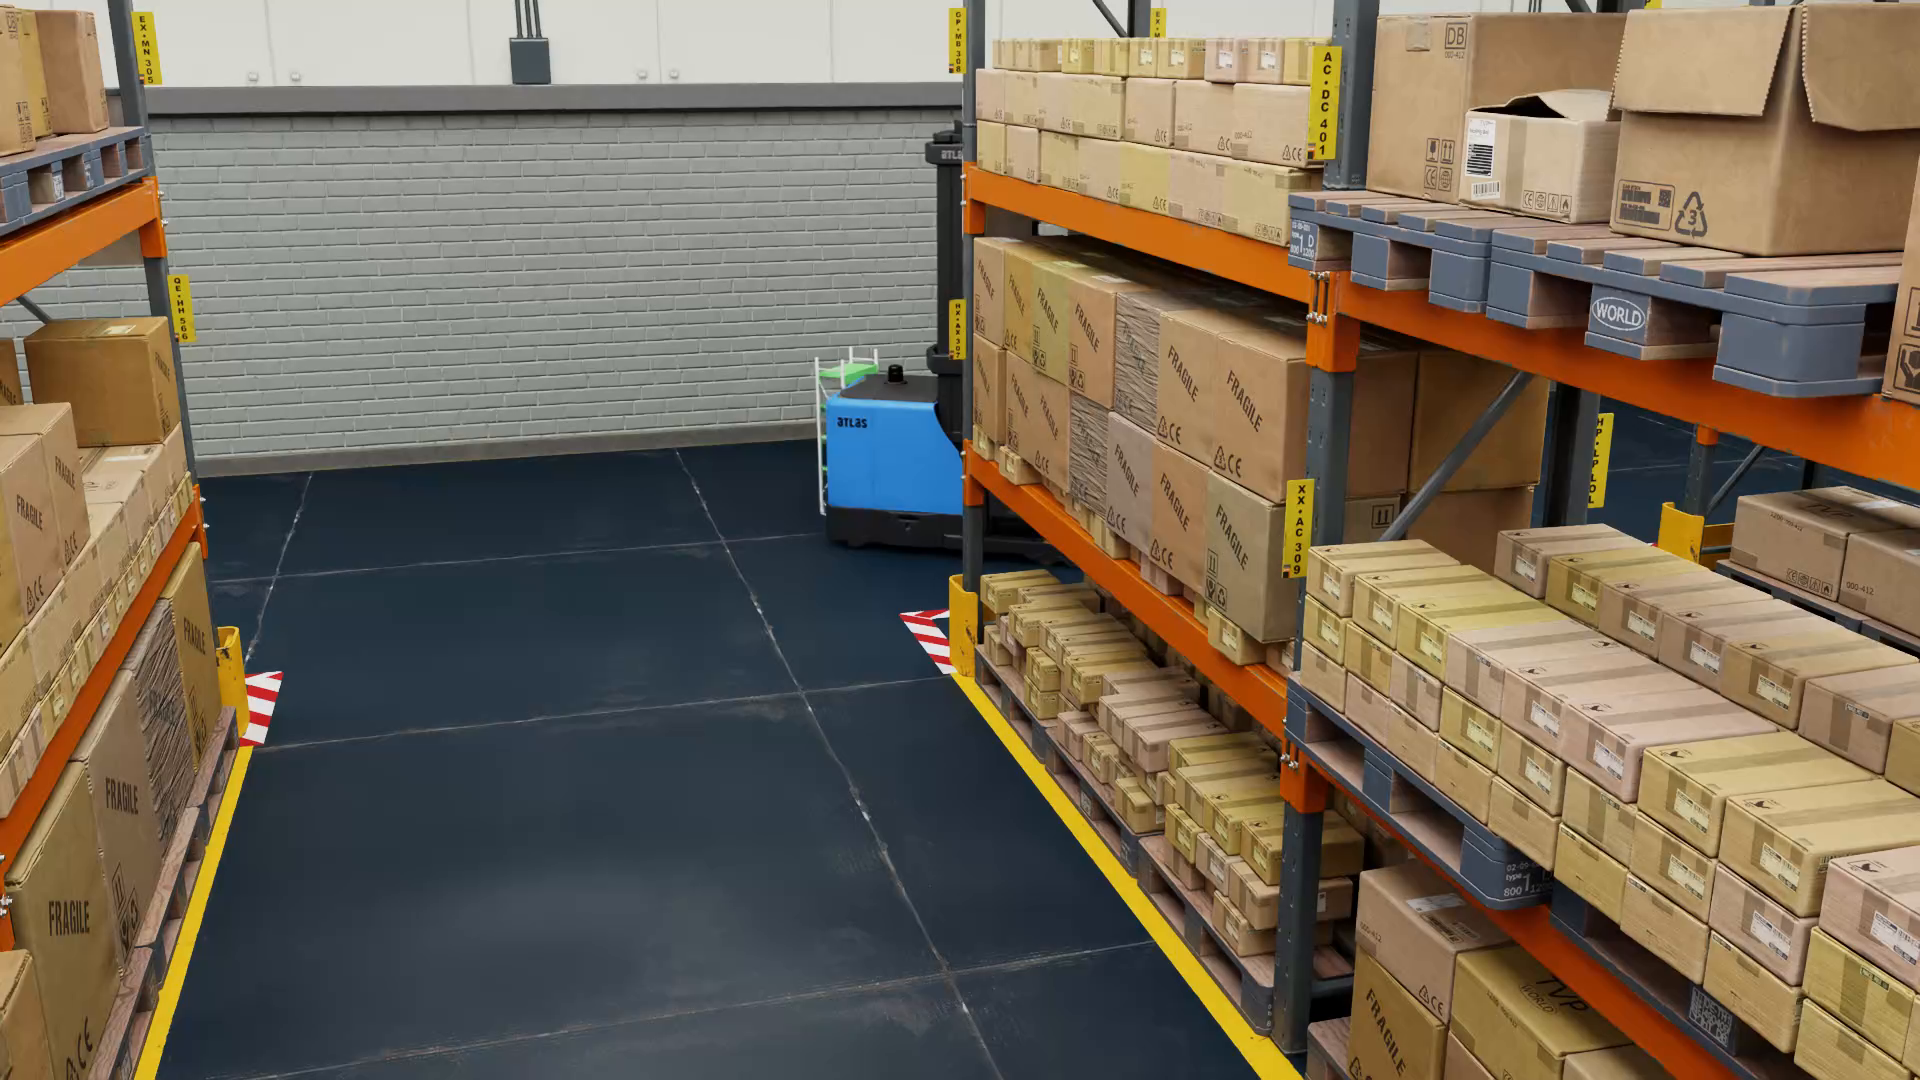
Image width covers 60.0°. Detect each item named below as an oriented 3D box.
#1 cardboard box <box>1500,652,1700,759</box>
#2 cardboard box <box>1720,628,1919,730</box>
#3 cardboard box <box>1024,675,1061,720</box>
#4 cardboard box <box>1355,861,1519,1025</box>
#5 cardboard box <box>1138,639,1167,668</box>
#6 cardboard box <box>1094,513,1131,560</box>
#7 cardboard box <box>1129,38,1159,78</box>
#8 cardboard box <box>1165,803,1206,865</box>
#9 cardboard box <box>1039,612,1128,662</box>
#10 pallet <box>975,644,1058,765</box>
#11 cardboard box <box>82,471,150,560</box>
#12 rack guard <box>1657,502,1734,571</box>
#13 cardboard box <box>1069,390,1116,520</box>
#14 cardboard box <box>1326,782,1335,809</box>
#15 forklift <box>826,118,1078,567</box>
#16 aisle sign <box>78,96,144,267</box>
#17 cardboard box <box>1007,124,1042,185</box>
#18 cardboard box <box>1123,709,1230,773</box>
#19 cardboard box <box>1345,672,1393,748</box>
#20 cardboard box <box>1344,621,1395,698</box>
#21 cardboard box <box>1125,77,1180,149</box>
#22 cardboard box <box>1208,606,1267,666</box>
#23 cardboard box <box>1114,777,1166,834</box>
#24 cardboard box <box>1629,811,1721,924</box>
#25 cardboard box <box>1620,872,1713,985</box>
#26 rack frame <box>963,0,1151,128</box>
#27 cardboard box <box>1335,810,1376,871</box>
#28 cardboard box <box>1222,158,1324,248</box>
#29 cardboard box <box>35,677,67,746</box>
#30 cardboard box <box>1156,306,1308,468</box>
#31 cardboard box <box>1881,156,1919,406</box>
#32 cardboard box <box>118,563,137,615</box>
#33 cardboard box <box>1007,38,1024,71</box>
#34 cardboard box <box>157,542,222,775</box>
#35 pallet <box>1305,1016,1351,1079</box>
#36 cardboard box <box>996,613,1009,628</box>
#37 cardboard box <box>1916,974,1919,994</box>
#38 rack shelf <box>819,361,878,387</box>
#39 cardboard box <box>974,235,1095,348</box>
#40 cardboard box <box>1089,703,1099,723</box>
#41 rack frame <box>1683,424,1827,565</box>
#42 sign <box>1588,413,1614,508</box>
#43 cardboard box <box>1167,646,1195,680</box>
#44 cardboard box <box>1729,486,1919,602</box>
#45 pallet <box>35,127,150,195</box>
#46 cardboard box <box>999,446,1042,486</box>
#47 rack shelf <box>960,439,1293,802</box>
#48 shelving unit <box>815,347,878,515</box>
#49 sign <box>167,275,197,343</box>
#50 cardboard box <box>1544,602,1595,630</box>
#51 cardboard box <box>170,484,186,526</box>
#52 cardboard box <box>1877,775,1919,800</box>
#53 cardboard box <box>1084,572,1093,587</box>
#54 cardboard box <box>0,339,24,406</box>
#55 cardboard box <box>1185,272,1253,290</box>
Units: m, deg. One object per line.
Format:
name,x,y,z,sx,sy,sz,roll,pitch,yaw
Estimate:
cardboard box,1.565,0.401,4.075,0.380,0.149,0.250,-5,17,-16
cardboard box,2.190,0.350,4.244,0.380,0.149,0.250,-5,18,-17
cardboard box,0.539,0.775,8.382,0.380,0.149,0.250,-4,17,-15
cardboard box,1.560,1.196,5.068,0.500,0.250,0.500,-5,18,-18
cardboard box,1.051,0.599,8.454,0.380,0.149,0.250,-5,17,-16
cardboard box,0.809,-0.033,7.285,0.380,0.149,0.250,-4,17,-14
cardboard box,0.882,-1.882,6.488,0.380,0.149,0.250,-5,17,-16
cardboard box,1.042,1.147,6.628,0.380,0.149,0.250,-5,18,-17
cardboard box,0.615,0.487,8.308,0.380,0.149,0.250,-6,18,-18
pallet,0.722,0.811,8.884,1.003,0.211,1.213,-5,17,-15
cardboard box,-3.618,-0.085,6.764,0.500,0.250,0.500,-5,18,-17
rack guard,5.237,-0.001,11.088,1.175,0.500,0.348,-5,17,-15
cardboard box,0.810,-0.394,7.358,0.500,0.500,0.500,-5,17,-17
cardboard box,1.580,0.955,6.752,0.380,0.149,0.250,-5,17,-16
forklift,0.627,-1.388,11.476,3.031,2.935,1.130,4,17,13
aisle sign,-4.016,-1.697,7.869,0.394,0.787,0.004,-5,17,-15
cardboard box,0.530,-1.847,7.933,0.500,0.250,0.500,-4,17,-13
cardboard box,0.920,0.854,7.087,0.380,0.149,0.250,-6,18,-18
cardboard box,1.359,0.475,4.865,0.380,0.149,0.250,-4,17,-14
cardboard box,1.350,0.327,4.838,0.380,0.149,0.250,-5,17,-16
cardboard box,0.960,-1.667,6.464,0.500,0.250,0.500,-4,17,-13
cardboard box,1.132,0.331,6.073,0.380,0.149,0.250,-5,17,-17
cardboard box,0.891,1.130,7.201,0.380,0.149,0.250,-5,17,-15
cardboard box,1.709,0.688,3.636,0.380,0.149,0.250,-5,17,-16
cardboard box,1.707,0.829,3.685,0.380,0.149,0.250,-6,18,-18
rack frame,0.512,-3.646,8.447,1.000,3.000,0.127,-5,17,-15
cardboard box,1.663,1.167,6.561,0.380,0.149,0.250,-5,17,-15
cardboard box,1.217,-1.145,5.598,0.500,0.250,0.500,-4,17,-14
cardboard box,-3.092,0.565,5.295,0.380,0.149,0.250,-4,17,-13
cardboard box,1.075,-0.587,6.262,0.500,0.500,0.500,-5,18,-17
cardboard box,2.026,-0.458,2.875,0.500,0.500,0.500,-5,17,-15
cardboard box,-3.451,0.207,6.485,0.380,0.149,0.250,-4,17,-14
cardboard box,0.439,-2.307,7.904,0.380,0.149,0.250,-5,17,-15
cardboard box,-4.032,0.579,7.775,0.875,0.875,0.875,-5,17,-15
pallet,1.827,1.885,5.311,1.003,0.211,1.213,-5,17,-15
cardboard box,0.409,0.414,9.067,0.380,0.149,0.250,-4,17,-13
cardboard box,1.919,0.760,2.882,0.380,0.149,0.250,-4,17,-14
rack shelf,-0.844,-1.219,12.473,0.258,0.148,0.480,8,18,26
cardboard box,0.380,-1.297,8.626,0.500,0.500,0.500,-5,17,-16
cardboard box,0.827,0.772,7.875,0.380,0.149,0.250,-4,17,-12
rack frame,5.244,-1.192,10.706,1.000,3.000,0.127,-5,17,-15
sign,2.144,-0.266,5.610,0.100,0.325,0.005,-5,17,-15
cardboard box,1.212,0.597,7.942,0.380,0.149,0.250,-5,18,-17
cardboard box,5.521,0.009,10.433,0.875,0.438,0.875,-5,18,-17
pallet,-4.071,-1.598,6.999,1.003,0.211,1.213,-5,17,-15
cardboard box,0.418,-0.391,8.476,0.380,0.149,0.250,-5,17,-17
rack shelf,1.062,0.125,7.572,1.077,0.370,4.000,-5,17,-15
shelving unit,-0.841,-0.820,12.591,0.258,1.200,0.503,8,18,26
sign,-3.759,-1.115,8.027,0.100,0.325,0.005,-5,17,-15
cardboard box,1.984,0.278,5.003,0.380,0.149,0.250,-5,17,-15
cardboard box,-3.797,-0.144,7.654,0.380,0.149,0.250,-5,17,-15
cardboard box,2.337,0.637,3.807,0.380,0.149,0.250,-4,17,-13
cardboard box,0.901,0.233,9.153,0.380,0.149,0.250,-4,17,-15
cardboard box,-4.275,-0.546,6.995,0.500,0.500,0.500,-5,17,-17
cardboard box,1.316,-0.906,7.324,0.500,0.500,0.500,-5,18,-17
